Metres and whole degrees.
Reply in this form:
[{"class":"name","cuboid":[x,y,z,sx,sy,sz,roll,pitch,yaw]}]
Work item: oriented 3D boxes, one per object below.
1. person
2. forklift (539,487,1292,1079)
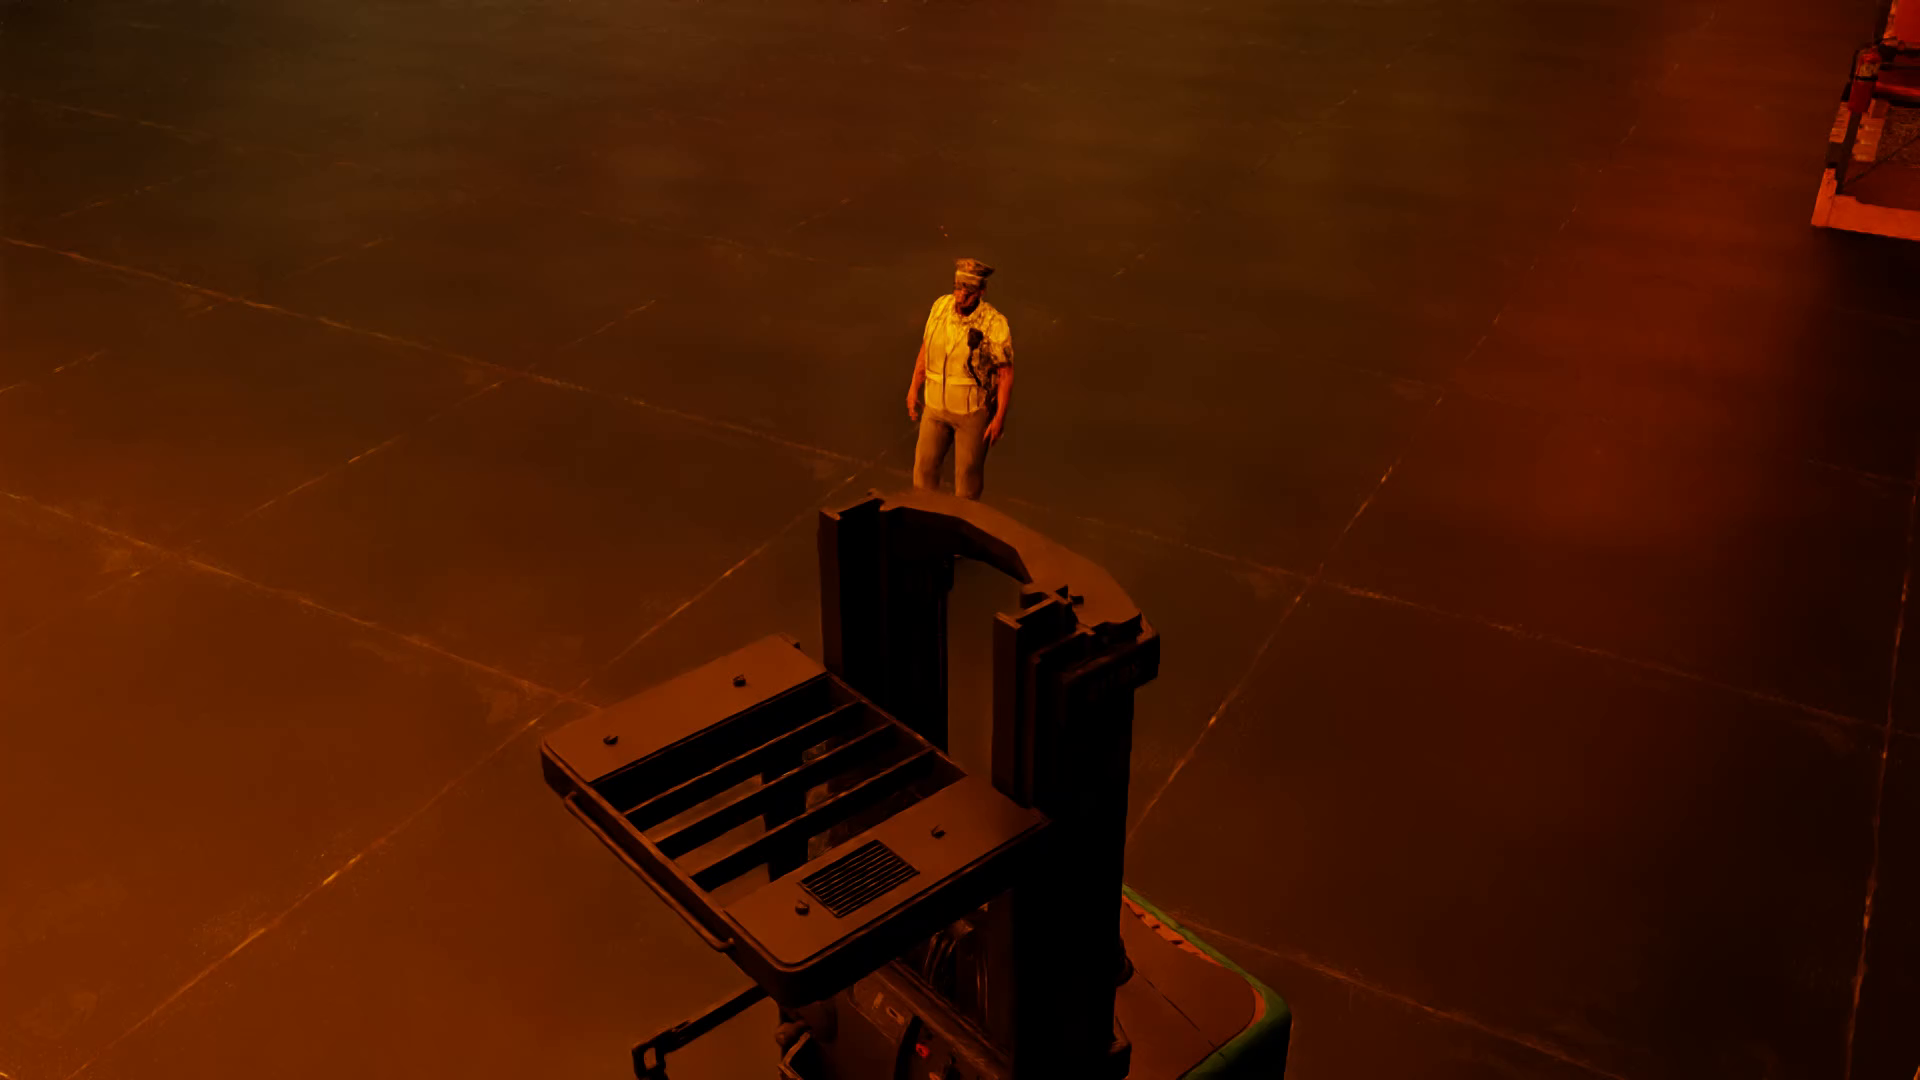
[{"class":"person","cuboid":[-0.048,-0.747,9.500,0.640,1.781,0.574,15,33,25]},{"class":"forklift","cuboid":[-0.366,1.441,4.574,3.031,2.935,1.130,-24,37,-35]}]
